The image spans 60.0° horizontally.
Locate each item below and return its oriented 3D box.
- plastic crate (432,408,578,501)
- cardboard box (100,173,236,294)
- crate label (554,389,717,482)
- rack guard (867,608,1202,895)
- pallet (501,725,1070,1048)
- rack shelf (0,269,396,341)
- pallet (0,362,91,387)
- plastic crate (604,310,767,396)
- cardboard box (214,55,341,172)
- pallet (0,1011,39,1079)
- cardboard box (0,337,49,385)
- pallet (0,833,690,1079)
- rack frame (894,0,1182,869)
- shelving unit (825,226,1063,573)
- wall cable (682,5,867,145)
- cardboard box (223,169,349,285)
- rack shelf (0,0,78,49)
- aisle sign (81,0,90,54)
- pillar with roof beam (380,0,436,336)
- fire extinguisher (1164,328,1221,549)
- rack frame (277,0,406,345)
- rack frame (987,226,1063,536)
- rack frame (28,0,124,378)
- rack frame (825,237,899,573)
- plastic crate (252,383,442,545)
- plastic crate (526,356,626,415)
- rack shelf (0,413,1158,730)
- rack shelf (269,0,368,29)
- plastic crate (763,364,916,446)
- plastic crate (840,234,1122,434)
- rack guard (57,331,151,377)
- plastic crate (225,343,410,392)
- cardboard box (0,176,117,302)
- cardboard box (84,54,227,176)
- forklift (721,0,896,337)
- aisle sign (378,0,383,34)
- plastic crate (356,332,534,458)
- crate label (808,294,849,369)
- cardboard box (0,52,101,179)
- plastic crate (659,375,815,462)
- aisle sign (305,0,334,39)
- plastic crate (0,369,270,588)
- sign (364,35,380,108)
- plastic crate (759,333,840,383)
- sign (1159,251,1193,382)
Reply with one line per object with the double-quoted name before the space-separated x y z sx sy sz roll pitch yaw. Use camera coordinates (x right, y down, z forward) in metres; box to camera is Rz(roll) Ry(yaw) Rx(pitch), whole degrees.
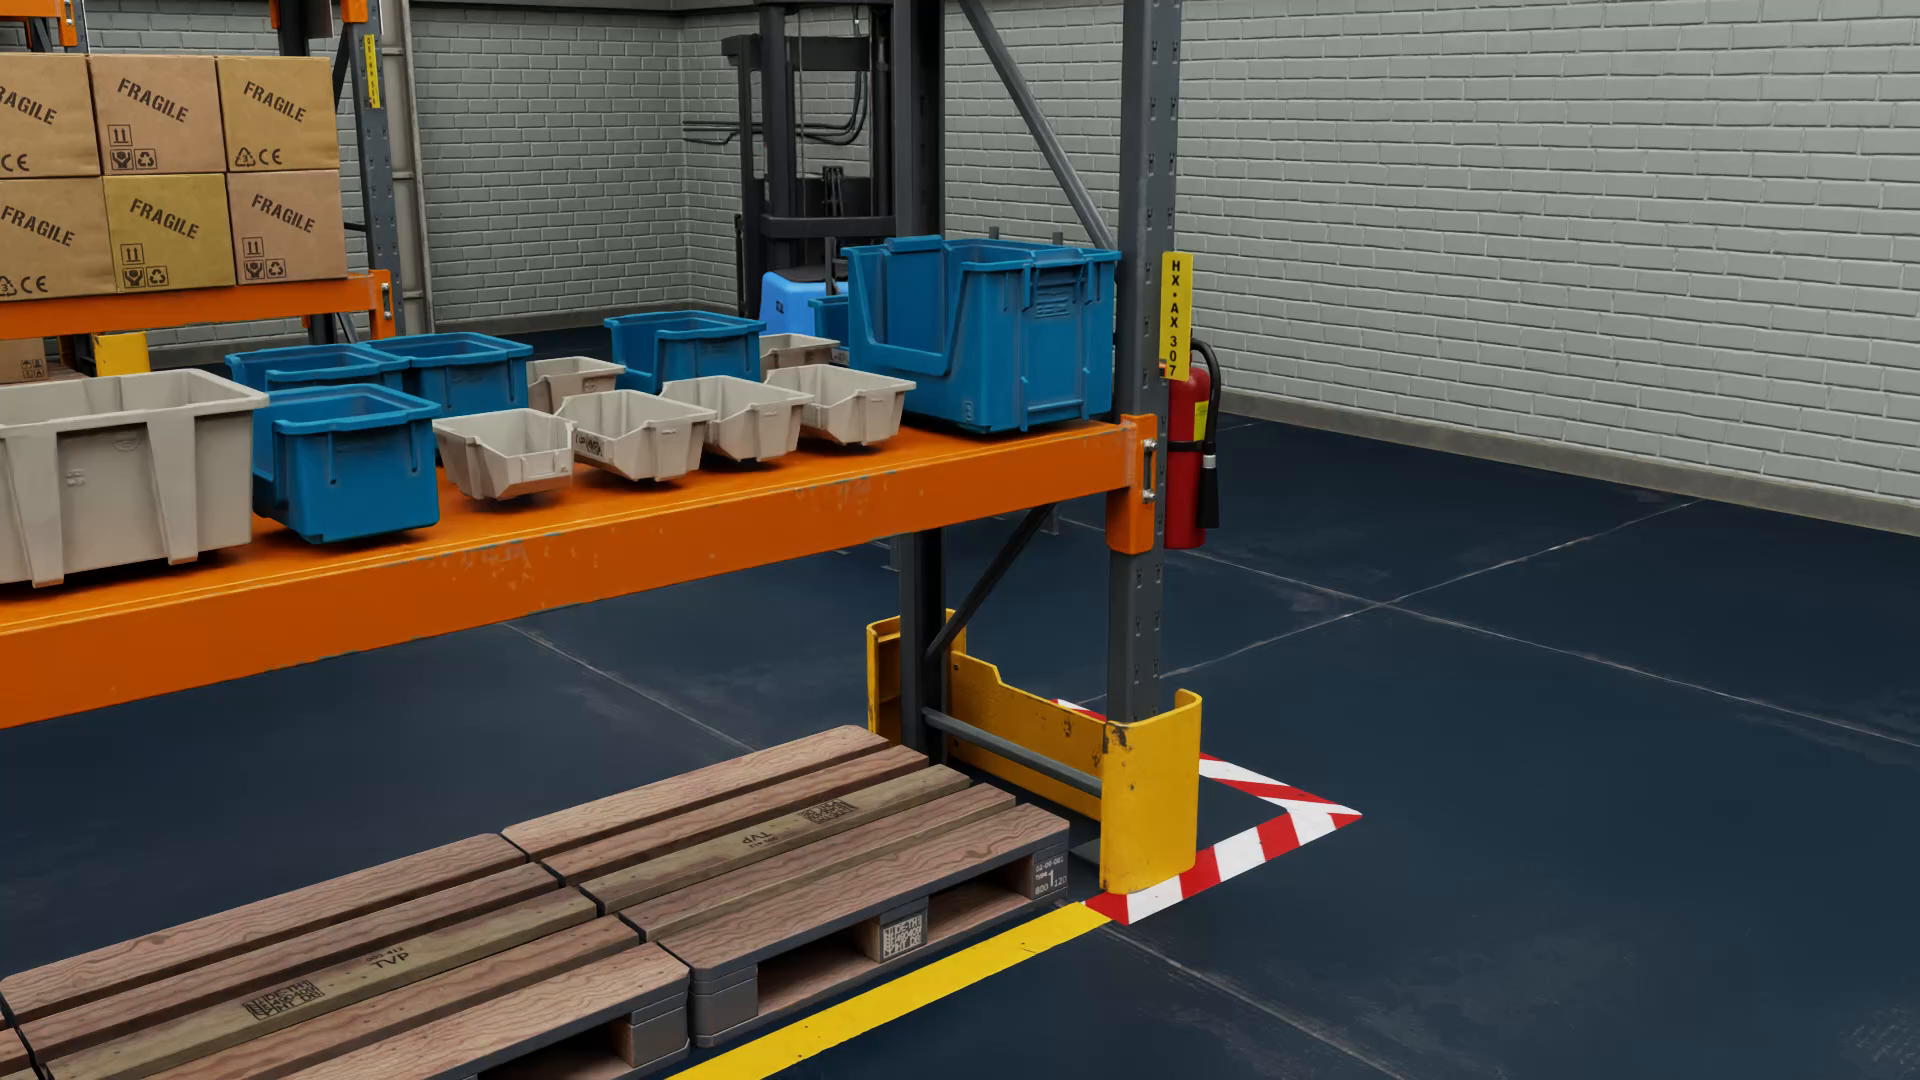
"plastic crate" -0.949 -0.176 3.491 0.250 0.136 0.298 -13 19 -39
"cardboard box" -3.616 -1.396 7.469 0.500 0.500 0.500 -12 19 -39
"crate label" -0.738 -0.230 3.693 0.243 0.136 0.396 -13 19 -39
"rack guard" 0.190 0.601 5.030 0.348 0.500 1.175 -13 19 -39
"pallet" -0.467 0.880 4.548 1.213 0.211 1.003 -13 19 -39
"rack shelf" -4.577 -0.878 7.120 4.000 0.370 1.077 -13 19 -39
"pallet" -6.875 -1.031 11.699 1.213 0.211 1.003 -13 19 -39
"plastic crate" -0.718 -0.459 4.363 0.300 0.233 0.416 -13 19 -39
"cardboard box" -3.223 -1.967 7.671 0.500 0.500 0.500 -13 20 -40
"pallet" -2.308 1.293 3.001 1.213 0.211 1.003 -13 19 -39
"cardboard box" -6.785 -1.386 11.655 0.500 0.500 0.700 -13 19 -39
"pallet" -1.387 1.085 3.779 1.213 0.211 1.003 -13 19 -39
"rack frame" 0.181 -0.600 4.683 0.127 3.000 1.000 -13 19 -39
"shelving unit" -0.064 -0.710 8.002 1.048 1.500 0.538 -13 19 -39
"wall cable" -1.821 -4.815 14.857 0.112 2.526 3.097 -13 19 -39
"cardboard box" -3.227 -1.484 7.800 0.500 0.500 0.500 -12 19 -38
"rack shelf" -7.831 -3.291 10.341 4.000 0.370 1.077 -13 19 -39
"aisle sign" -6.071 -3.738 11.395 0.004 0.787 0.394 -13 19 -39
"pillar with roof beam" -2.028 -5.215 10.335 0.400 9.000 9.100 -13 19 -39
"fire extinguisher" 0.593 -0.319 4.506 0.183 0.674 0.296 -13 19 -39
"rack frame" -3.068 -1.565 8.296 0.127 3.000 1.000 -13 19 -39
"rack frame" 0.319 -0.796 8.325 0.032 1.500 0.500 -13 19 -39
"rack frame" -6.323 -2.529 11.904 0.127 3.000 1.000 -13 19 -39
"rack frame" -0.448 -0.624 7.680 0.032 1.500 0.500 -13 19 -39
"plastic crate" -1.200 -0.150 3.208 0.300 0.233 0.416 -13 19 -39
"plastic crate" -1.030 -0.371 4.220 0.298 0.136 0.250 -13 19 -39
"rack shelf" -1.328 0.087 3.508 4.000 0.370 1.077 -13 19 -39
"rack shelf" -4.577 -2.328 6.733 4.000 0.370 1.077 -13 19 -39
"plastic crate" -0.316 -0.328 4.060 0.243 0.136 0.396 -13 19 -39
"plastic crate" 0.051 -0.553 4.322 0.499 0.435 0.616 -13 19 -39
"rack guard" -6.305 -1.325 12.242 0.348 0.500 1.175 -13 19 -39
"plastic crate" -1.441 -0.296 3.755 0.300 0.233 0.416 -13 19 -39
"cardboard box" -3.996 -1.312 7.156 0.500 0.500 0.500 -12 19 -39
"cardboard box" -3.604 -1.881 7.350 0.500 0.500 0.500 -12 19 -38
"forklift" -0.941 -2.261 11.034 1.130 2.935 3.031 -4 16 -16
"aisle sign" -2.816 -2.773 7.780 0.004 0.787 0.394 -13 19 -39
"plastic crate" -1.215 -0.347 3.945 0.300 0.233 0.416 -13 19 -39
"crate label" -0.222 -0.570 4.780 0.303 0.233 0.416 -13 19 -39
"cardboard box" -3.992 -1.793 7.018 0.500 0.500 0.500 -12 19 -38
"plastic crate" -0.544 -0.282 3.887 0.243 0.136 0.396 -13 19 -39
"aisle sign" -3.209 -2.890 8.218 0.004 0.787 0.394 -13 19 -39
"plastic crate" -1.564 -0.117 2.988 0.530 0.282 0.437 -13 19 -39
"sign" -2.719 -2.165 7.688 0.005 0.325 0.100 -13 19 -39
"plastic crate" -0.518 -0.485 4.650 0.298 0.136 0.250 -13 19 -39
"sign" 0.554 -0.574 4.272 0.005 0.325 0.100 -13 19 -39
